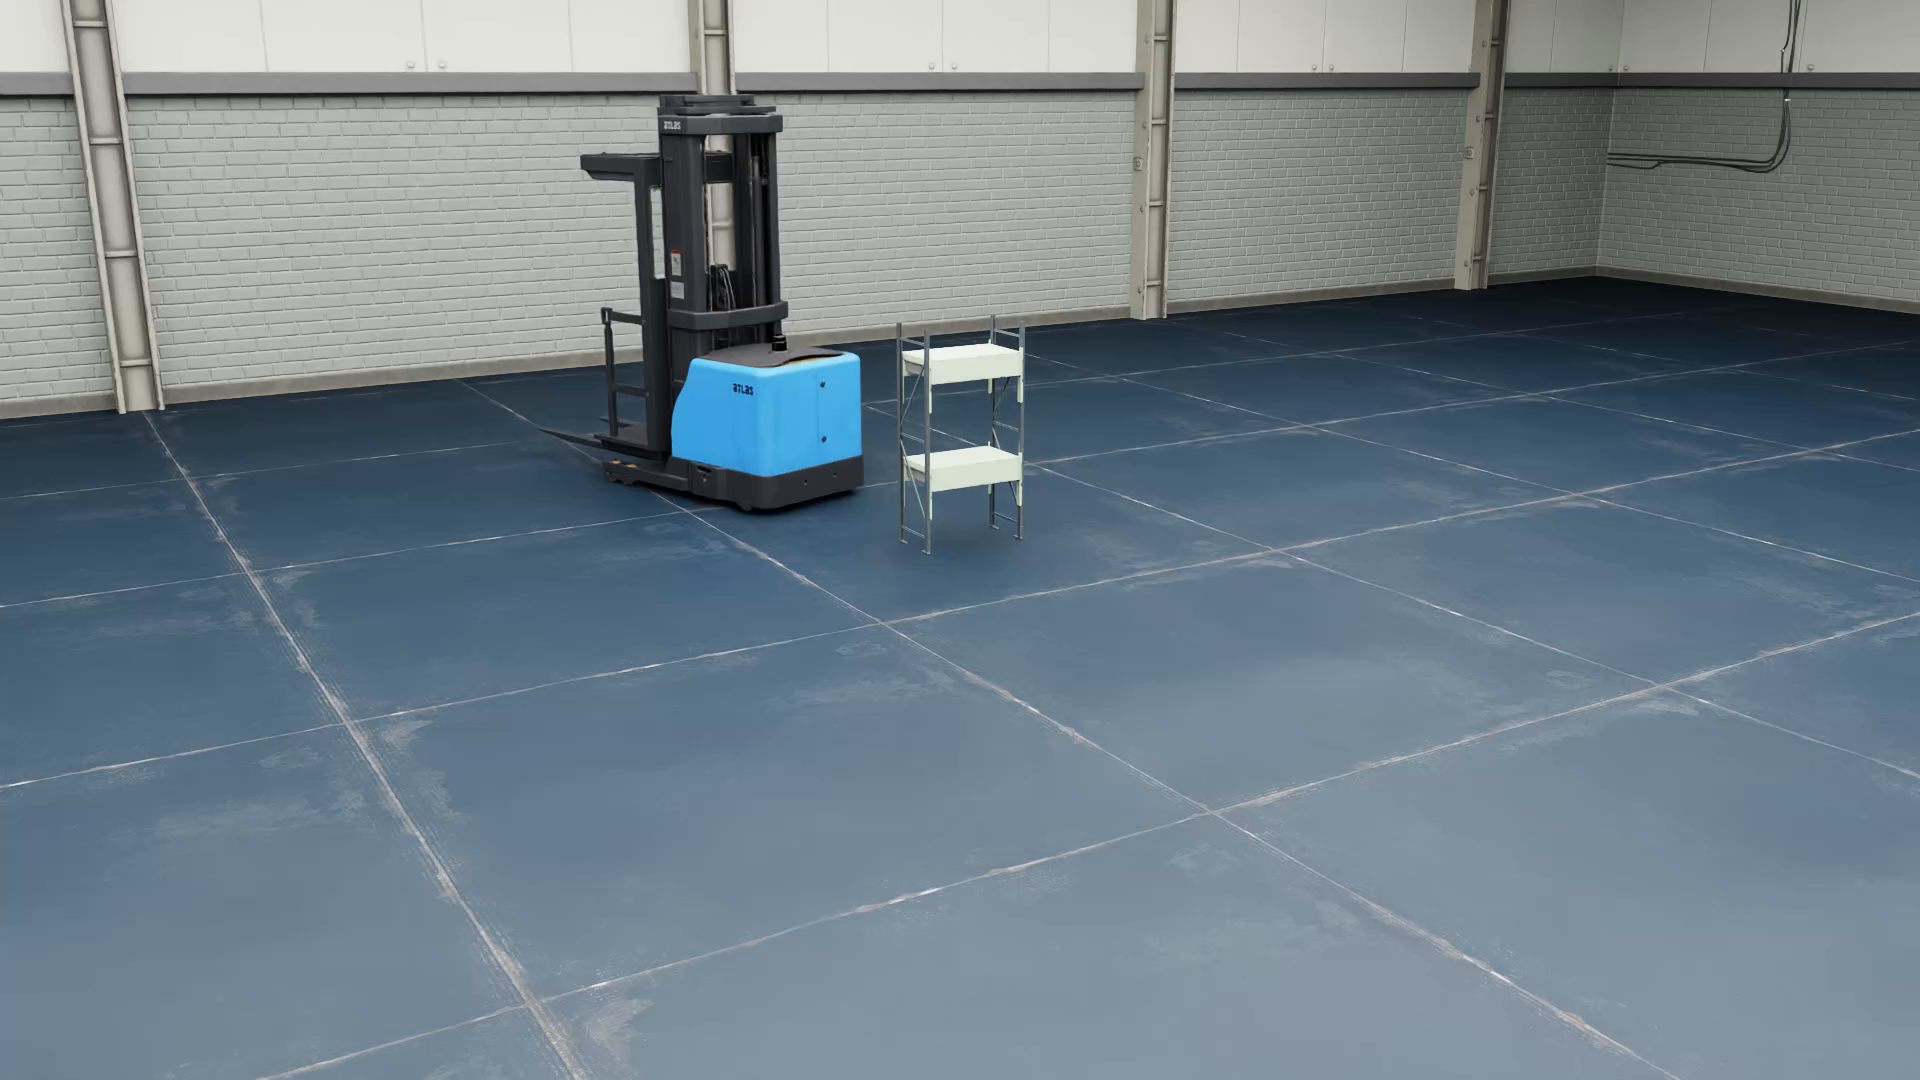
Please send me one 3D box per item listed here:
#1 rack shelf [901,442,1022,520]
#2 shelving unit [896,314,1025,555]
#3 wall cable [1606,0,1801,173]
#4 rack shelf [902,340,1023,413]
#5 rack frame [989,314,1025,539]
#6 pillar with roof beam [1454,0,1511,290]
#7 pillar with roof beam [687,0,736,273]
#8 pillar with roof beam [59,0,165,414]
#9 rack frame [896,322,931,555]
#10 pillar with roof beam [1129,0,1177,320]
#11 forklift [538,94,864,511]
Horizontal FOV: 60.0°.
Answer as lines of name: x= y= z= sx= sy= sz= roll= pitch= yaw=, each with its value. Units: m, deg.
rack shelf: x=0.006 y=-0.409 z=11.299 sx=0.720 sy=0.370 sz=0.431 roll=-9 pitch=18 yaw=-30
shelving unit: x=0.006 y=-0.723 z=11.211 sx=0.755 sy=1.500 sz=0.431 roll=-9 pitch=18 yaw=-30
wall cable: x=10.813 y=-6.696 z=24.379 sx=0.112 sy=2.526 sz=3.097 roll=-9 pitch=18 yaw=-30
rack shelf: x=0.006 y=-1.099 z=11.105 sx=0.720 sy=0.370 sz=0.431 roll=-9 pitch=18 yaw=-30
rack frame: x=0.319 y=-0.774 z=11.392 sx=0.023 sy=1.500 sz=0.400 roll=-9 pitch=18 yaw=-30
pillar with roof beam: x=9.824 y=-7.092 z=20.038 sx=0.400 sy=9.000 sz=9.100 roll=-9 pitch=18 yaw=-30
pillar with roof beam: x=-0.463 y=-5.424 z=14.087 sx=0.400 sy=9.000 sz=9.100 roll=-9 pitch=18 yaw=-30
pillar with roof beam: x=-5.606 y=-4.590 z=11.112 sx=0.400 sy=9.000 sz=9.100 roll=-9 pitch=18 yaw=-30
rack frame: x=-0.308 y=-0.672 z=11.029 sx=0.023 sy=1.500 sz=0.400 roll=-9 pitch=18 yaw=-30
pillar with roof beam: x=4.680 y=-6.258 z=17.062 sx=0.400 sy=9.000 sz=9.100 roll=-9 pitch=18 yaw=-30
forklift: x=-2.171 y=-1.929 z=12.861 sx=3.031 sy=2.935 sz=1.130 roll=13 pitch=20 yaw=39
